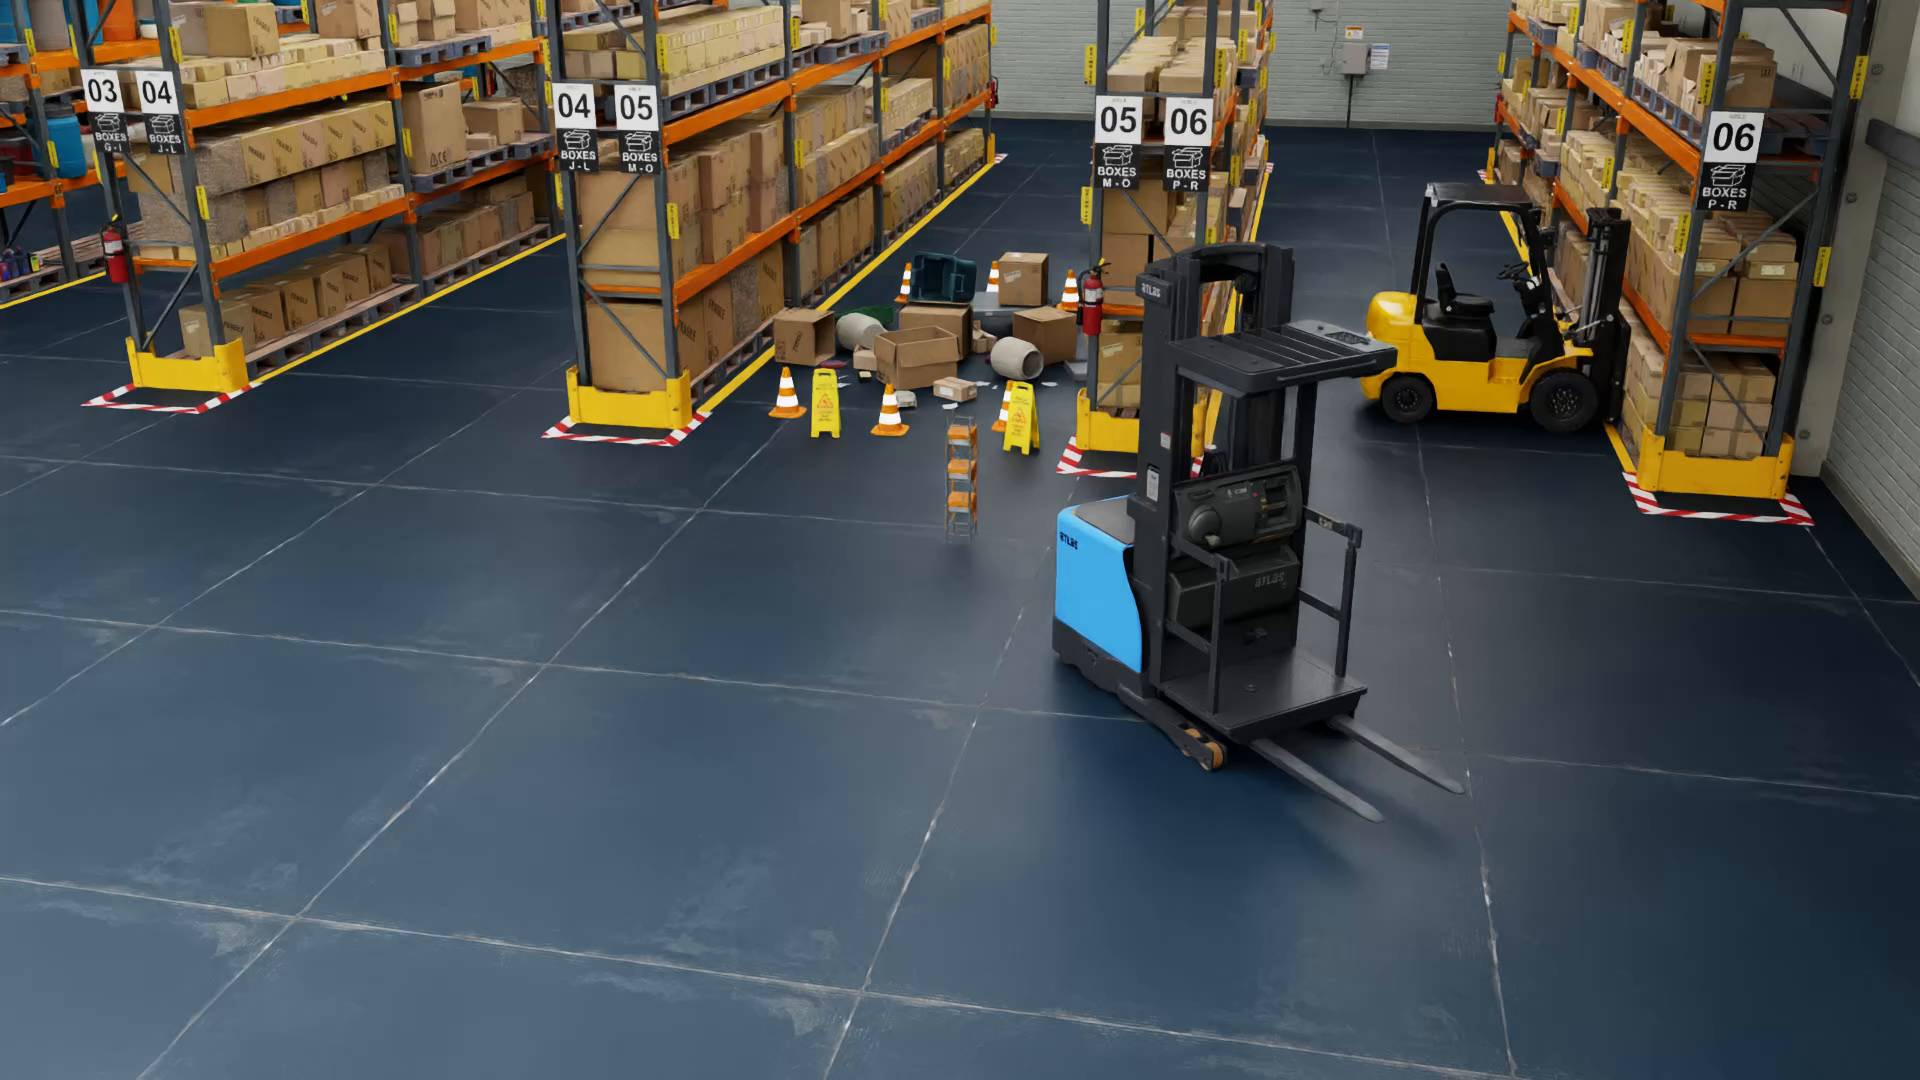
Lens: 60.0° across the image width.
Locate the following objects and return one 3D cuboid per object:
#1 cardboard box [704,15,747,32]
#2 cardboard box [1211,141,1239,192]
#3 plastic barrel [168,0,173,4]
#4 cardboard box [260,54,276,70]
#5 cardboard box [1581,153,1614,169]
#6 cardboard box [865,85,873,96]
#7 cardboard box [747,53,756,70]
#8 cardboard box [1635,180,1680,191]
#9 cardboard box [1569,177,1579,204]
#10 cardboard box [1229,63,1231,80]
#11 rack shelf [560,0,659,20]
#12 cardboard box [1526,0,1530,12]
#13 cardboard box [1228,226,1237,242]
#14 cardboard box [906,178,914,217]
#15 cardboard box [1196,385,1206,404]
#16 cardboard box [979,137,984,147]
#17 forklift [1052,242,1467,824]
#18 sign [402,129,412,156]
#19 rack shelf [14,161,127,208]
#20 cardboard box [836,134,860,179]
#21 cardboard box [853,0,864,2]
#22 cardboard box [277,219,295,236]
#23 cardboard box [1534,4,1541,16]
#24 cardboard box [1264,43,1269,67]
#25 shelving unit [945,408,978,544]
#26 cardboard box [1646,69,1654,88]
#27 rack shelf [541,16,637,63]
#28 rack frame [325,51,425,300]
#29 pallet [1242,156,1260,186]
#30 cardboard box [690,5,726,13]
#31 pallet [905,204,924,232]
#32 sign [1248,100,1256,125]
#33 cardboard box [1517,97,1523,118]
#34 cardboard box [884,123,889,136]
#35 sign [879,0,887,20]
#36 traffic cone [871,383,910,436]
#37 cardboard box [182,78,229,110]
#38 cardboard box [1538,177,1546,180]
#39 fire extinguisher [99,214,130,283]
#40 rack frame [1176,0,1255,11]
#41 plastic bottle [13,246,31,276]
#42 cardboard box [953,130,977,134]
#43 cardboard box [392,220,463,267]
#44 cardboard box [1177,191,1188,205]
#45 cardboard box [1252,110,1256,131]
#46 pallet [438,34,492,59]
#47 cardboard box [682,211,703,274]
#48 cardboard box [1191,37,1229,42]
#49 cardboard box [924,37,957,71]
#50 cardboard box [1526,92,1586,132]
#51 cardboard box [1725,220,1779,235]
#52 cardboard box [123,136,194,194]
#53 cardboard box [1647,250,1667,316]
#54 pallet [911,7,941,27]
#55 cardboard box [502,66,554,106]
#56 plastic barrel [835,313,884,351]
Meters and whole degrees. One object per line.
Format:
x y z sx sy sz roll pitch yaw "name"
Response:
-2.409 -5.296 17.046 0.380 0.149 0.250 4 22 10 "cardboard box"
2.854 -4.218 18.717 0.500 0.500 0.500 5 22 12 "cardboard box"
-11.619 -7.638 24.139 0.421 0.512 0.421 0 22 0 "plastic barrel"
-7.458 -5.045 17.516 0.380 0.149 0.250 3 22 8 "cardboard box"
7.400 -4.374 19.196 0.380 0.149 0.250 4 22 9 "cardboard box"
-1.498 -6.820 25.250 0.380 0.149 0.250 4 22 10 "cardboard box"
-2.357 -5.017 17.420 0.380 0.149 0.250 5 22 12 "cardboard box"
6.974 -3.507 16.646 0.380 0.149 0.250 4 22 10 "cardboard box"
7.619 -4.189 19.941 0.500 0.250 0.500 4 22 9 "cardboard box"
2.431 -4.597 16.540 0.500 0.250 0.500 4 22 10 "cardboard box"
-2.797 -5.562 16.616 1.077 0.370 4.000 4 22 11 "rack shelf"
9.035 -8.271 25.662 0.500 0.250 0.500 5 22 12 "cardboard box"
3.169 -3.922 22.032 0.950 0.372 0.625 3 22 7 "cardboard box"
-0.979 -5.139 24.883 0.500 0.500 0.500 4 22 10 "cardboard box"
2.097 -1.420 15.982 0.500 0.250 0.500 4 22 10 "cardboard box"
0.232 -7.214 30.106 0.380 0.149 0.250 4 22 9 "cardboard box"
1.792 -0.180 9.877 1.130 2.935 3.031 -12 25 -27 "forklift"
-6.691 -4.808 20.117 0.100 0.325 0.005 4 22 11 "sign"
-11.664 -5.220 23.262 1.077 0.370 4.000 4 22 11 "rack shelf"
-1.607 -4.989 21.591 0.500 0.500 0.500 4 22 10 "cardboard box"
-1.615 -7.342 23.420 0.500 0.500 0.500 4 22 11 "cardboard box"
-7.500 -3.409 18.139 0.380 0.149 0.250 4 22 11 "cardboard box"
8.433 -7.583 23.792 0.380 0.149 0.250 5 22 12 "cardboard box"
4.879 -8.020 27.779 0.500 0.500 0.500 4 22 11 "cardboard box"
0.011 -0.507 13.206 0.215 1.050 0.252 4 22 11 "shelving unit"
6.792 -4.406 15.904 0.380 0.149 0.250 5 23 13 "cardboard box"
-5.999 -7.697 25.397 1.077 0.370 4.000 4 22 11 "rack shelf"
-7.224 -4.445 20.374 1.000 3.000 0.127 4 22 11 "rack frame"
3.253 -4.794 21.499 1.213 0.211 1.003 4 22 11 "pallet"
-2.796 -5.808 18.318 0.380 0.149 0.250 5 22 11 "cardboard box"
-1.160 -4.930 25.311 1.003 0.211 1.213 4 22 11 "pallet"
3.827 -5.615 21.835 0.100 0.325 0.005 4 22 11 "sign"
8.923 -6.696 25.766 0.500 0.250 0.500 5 22 11 "cardboard box"
-1.229 -5.817 23.556 0.380 0.149 0.250 6 23 14 "cardboard box"
-1.031 -7.115 22.192 0.100 0.325 0.005 4 22 11 "sign"
-0.669 -1.265 15.876 0.336 0.463 0.334 4 22 11 "traffic cone"
-7.688 -4.460 16.598 0.500 0.250 0.500 5 22 13 "cardboard box"
8.572 -5.160 24.066 0.380 0.149 0.250 4 22 10 "cardboard box"
-8.514 -2.939 16.740 0.296 0.674 0.183 4 22 11 "fire extinguisher"
3.294 -7.935 21.010 1.000 3.000 0.127 4 22 11 "rack frame"
-11.922 -3.540 21.085 0.144 0.351 0.185 4 22 9 "plastic bottle"
0.093 -7.266 29.838 0.380 0.149 0.250 5 22 12 "cardboard box"
-6.961 -3.885 21.742 0.700 0.500 0.500 4 22 11 "cardboard box"
1.904 -3.629 16.478 0.700 0.500 0.500 4 22 11 "cardboard box"
3.976 -6.036 23.856 0.500 0.250 0.500 5 22 12 "cardboard box"
-6.785 -6.346 21.332 1.213 0.211 1.003 4 22 11 "pallet"
-3.083 -2.978 16.533 0.875 0.550 0.550 4 22 11 "cardboard box"
2.627 -5.201 17.507 0.380 0.149 0.250 5 22 12 "cardboard box"
-0.335 -7.941 27.185 0.500 0.500 0.500 4 22 9 "cardboard box"
8.547 -6.130 23.863 0.700 0.500 0.500 5 22 12 "cardboard box"
6.991 -2.721 14.695 0.380 0.149 0.250 5 22 11 "cardboard box"
-8.169 -3.850 17.027 0.500 0.500 0.500 4 22 11 "cardboard box"
6.480 -2.285 14.877 0.500 0.500 0.500 5 23 13 "cardboard box"
-0.986 -8.042 25.543 1.213 0.211 1.003 4 22 11 "pallet"
-6.242 -6.685 24.462 0.797 0.503 0.637 5 23 13 "cardboard box"
-1.118 -2.303 18.505 0.421 0.421 0.512 -16 27 -35 "plastic barrel"
